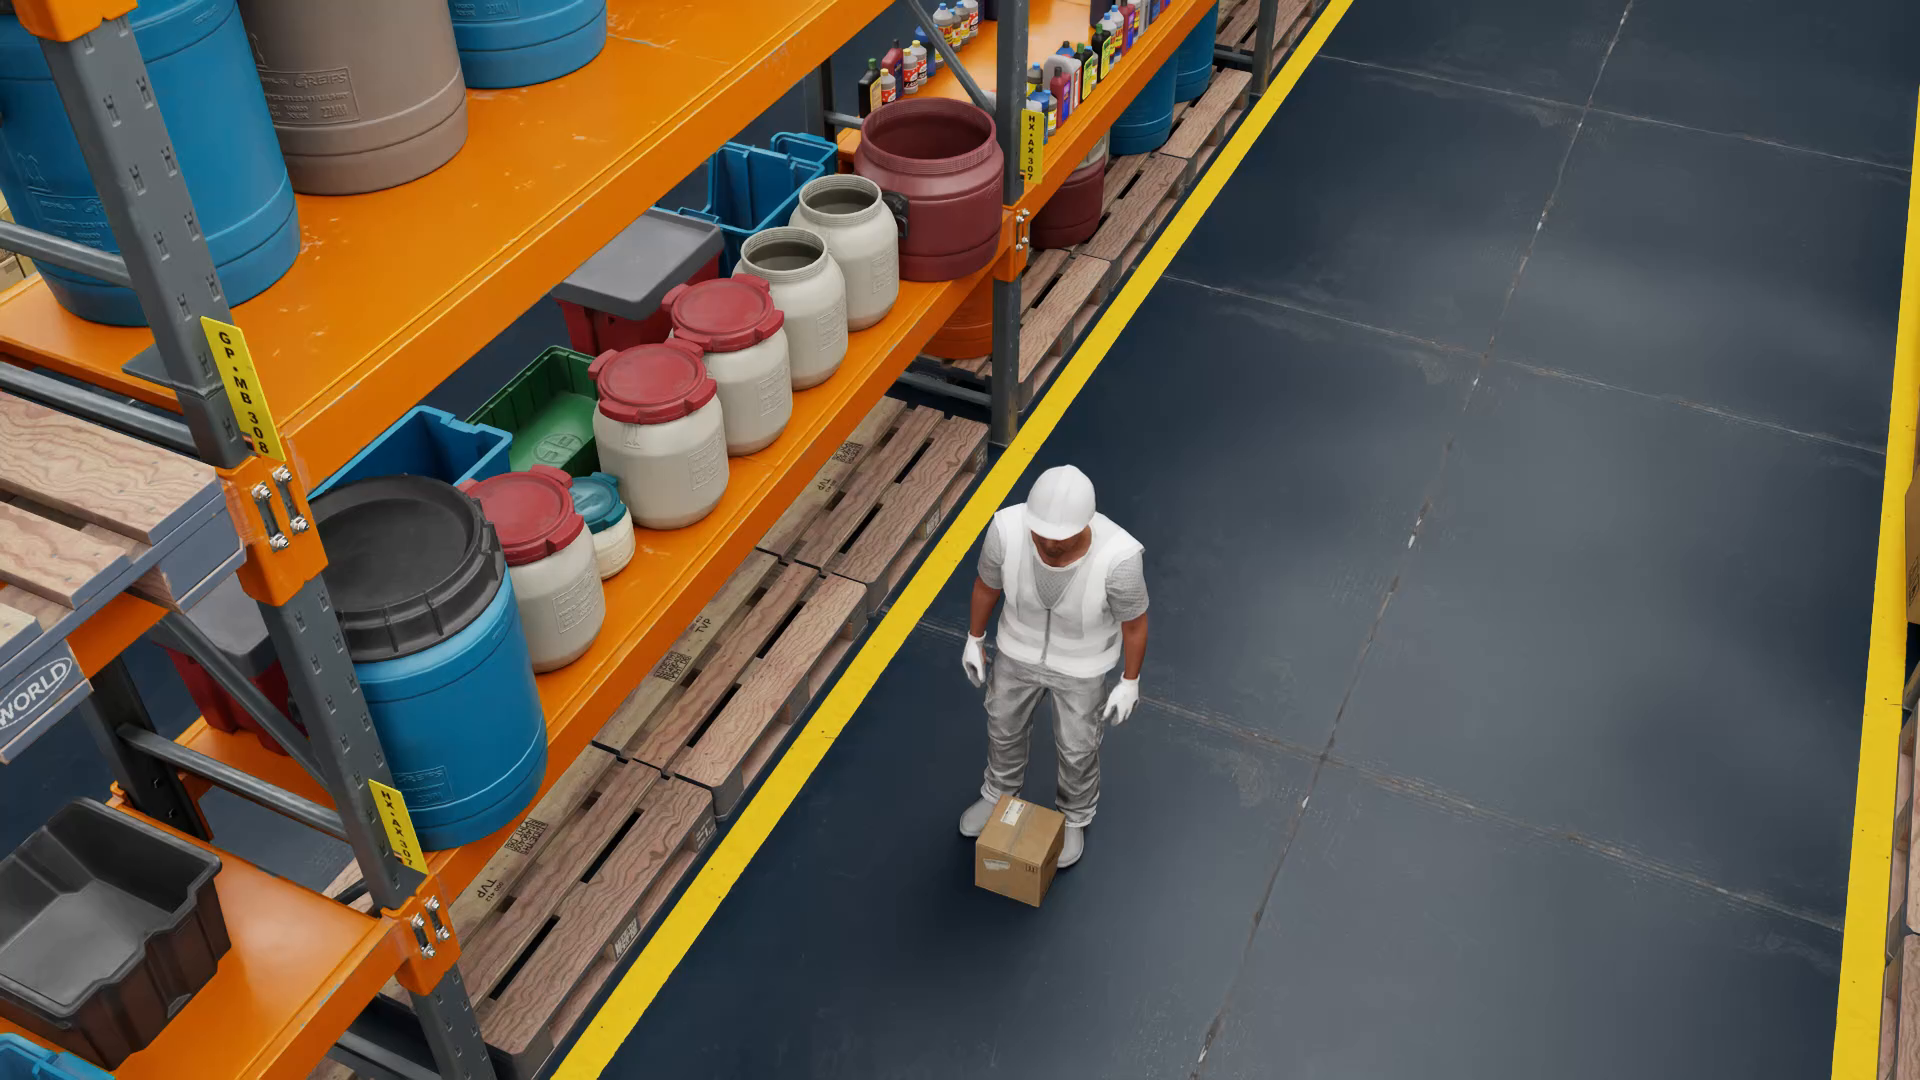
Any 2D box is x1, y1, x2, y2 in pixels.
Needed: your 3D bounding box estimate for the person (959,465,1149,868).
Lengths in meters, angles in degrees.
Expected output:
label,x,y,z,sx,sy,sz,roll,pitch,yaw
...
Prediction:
label,x,y,z,sx,sy,sz,roll,pitch,yaw
person,0.316,0.417,5.680,0.629,1.775,0.444,15,44,16
